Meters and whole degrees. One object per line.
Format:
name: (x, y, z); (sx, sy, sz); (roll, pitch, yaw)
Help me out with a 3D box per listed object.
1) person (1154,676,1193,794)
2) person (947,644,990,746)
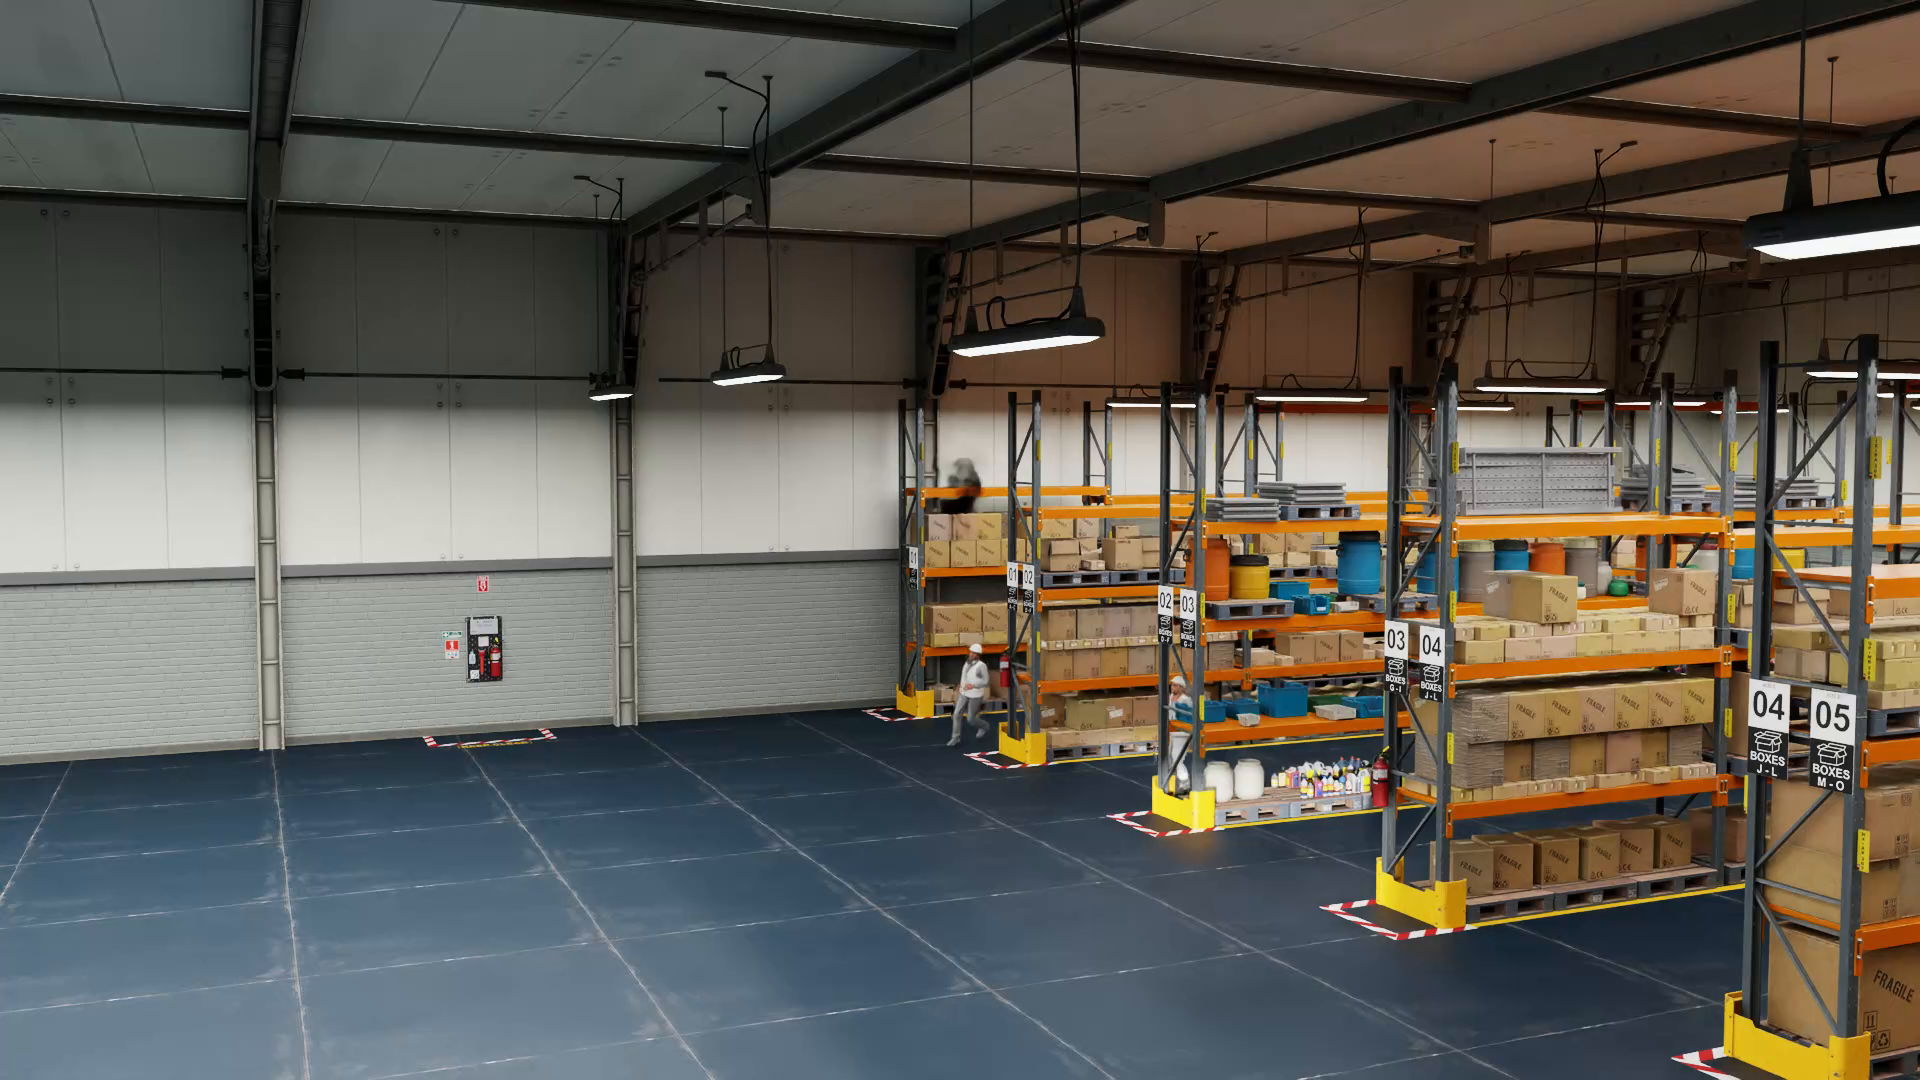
person: (3.118, 2.850, 24.282); (0.619, 1.740, 0.633); (-2, 4, -35)
person: (0.235, 2.626, 28.302); (0.874, 1.749, 0.693); (-3, 5, -45)
